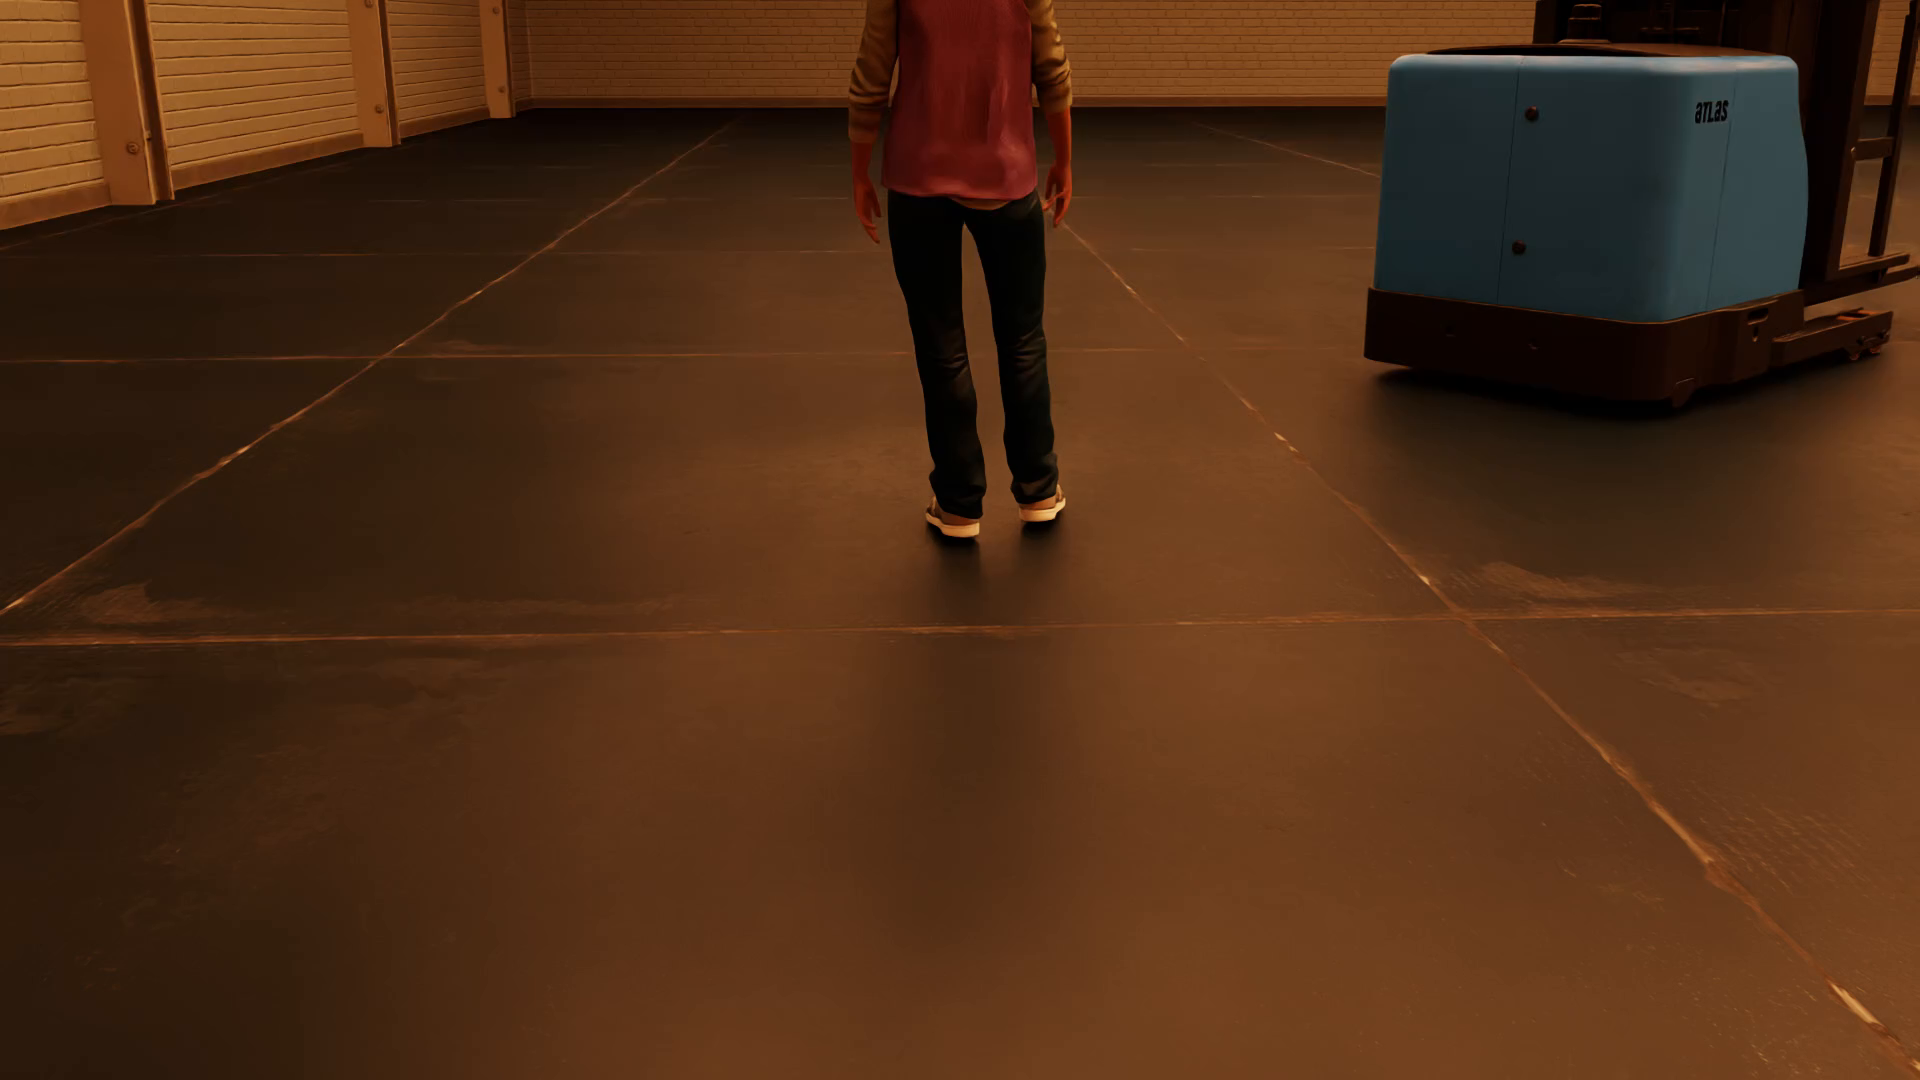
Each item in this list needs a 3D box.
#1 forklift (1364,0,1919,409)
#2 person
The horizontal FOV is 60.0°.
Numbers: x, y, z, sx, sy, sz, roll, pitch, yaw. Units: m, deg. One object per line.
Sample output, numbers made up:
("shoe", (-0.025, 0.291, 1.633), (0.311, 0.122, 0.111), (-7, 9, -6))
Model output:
("forklift", (2.821, -2.150, 5.936), (3.031, 2.935, 1.130), (-15, 23, -40))
("person", (0.010, -0.793, 3.754), (0.520, 1.599, 0.473), (-1, 17, -3))
